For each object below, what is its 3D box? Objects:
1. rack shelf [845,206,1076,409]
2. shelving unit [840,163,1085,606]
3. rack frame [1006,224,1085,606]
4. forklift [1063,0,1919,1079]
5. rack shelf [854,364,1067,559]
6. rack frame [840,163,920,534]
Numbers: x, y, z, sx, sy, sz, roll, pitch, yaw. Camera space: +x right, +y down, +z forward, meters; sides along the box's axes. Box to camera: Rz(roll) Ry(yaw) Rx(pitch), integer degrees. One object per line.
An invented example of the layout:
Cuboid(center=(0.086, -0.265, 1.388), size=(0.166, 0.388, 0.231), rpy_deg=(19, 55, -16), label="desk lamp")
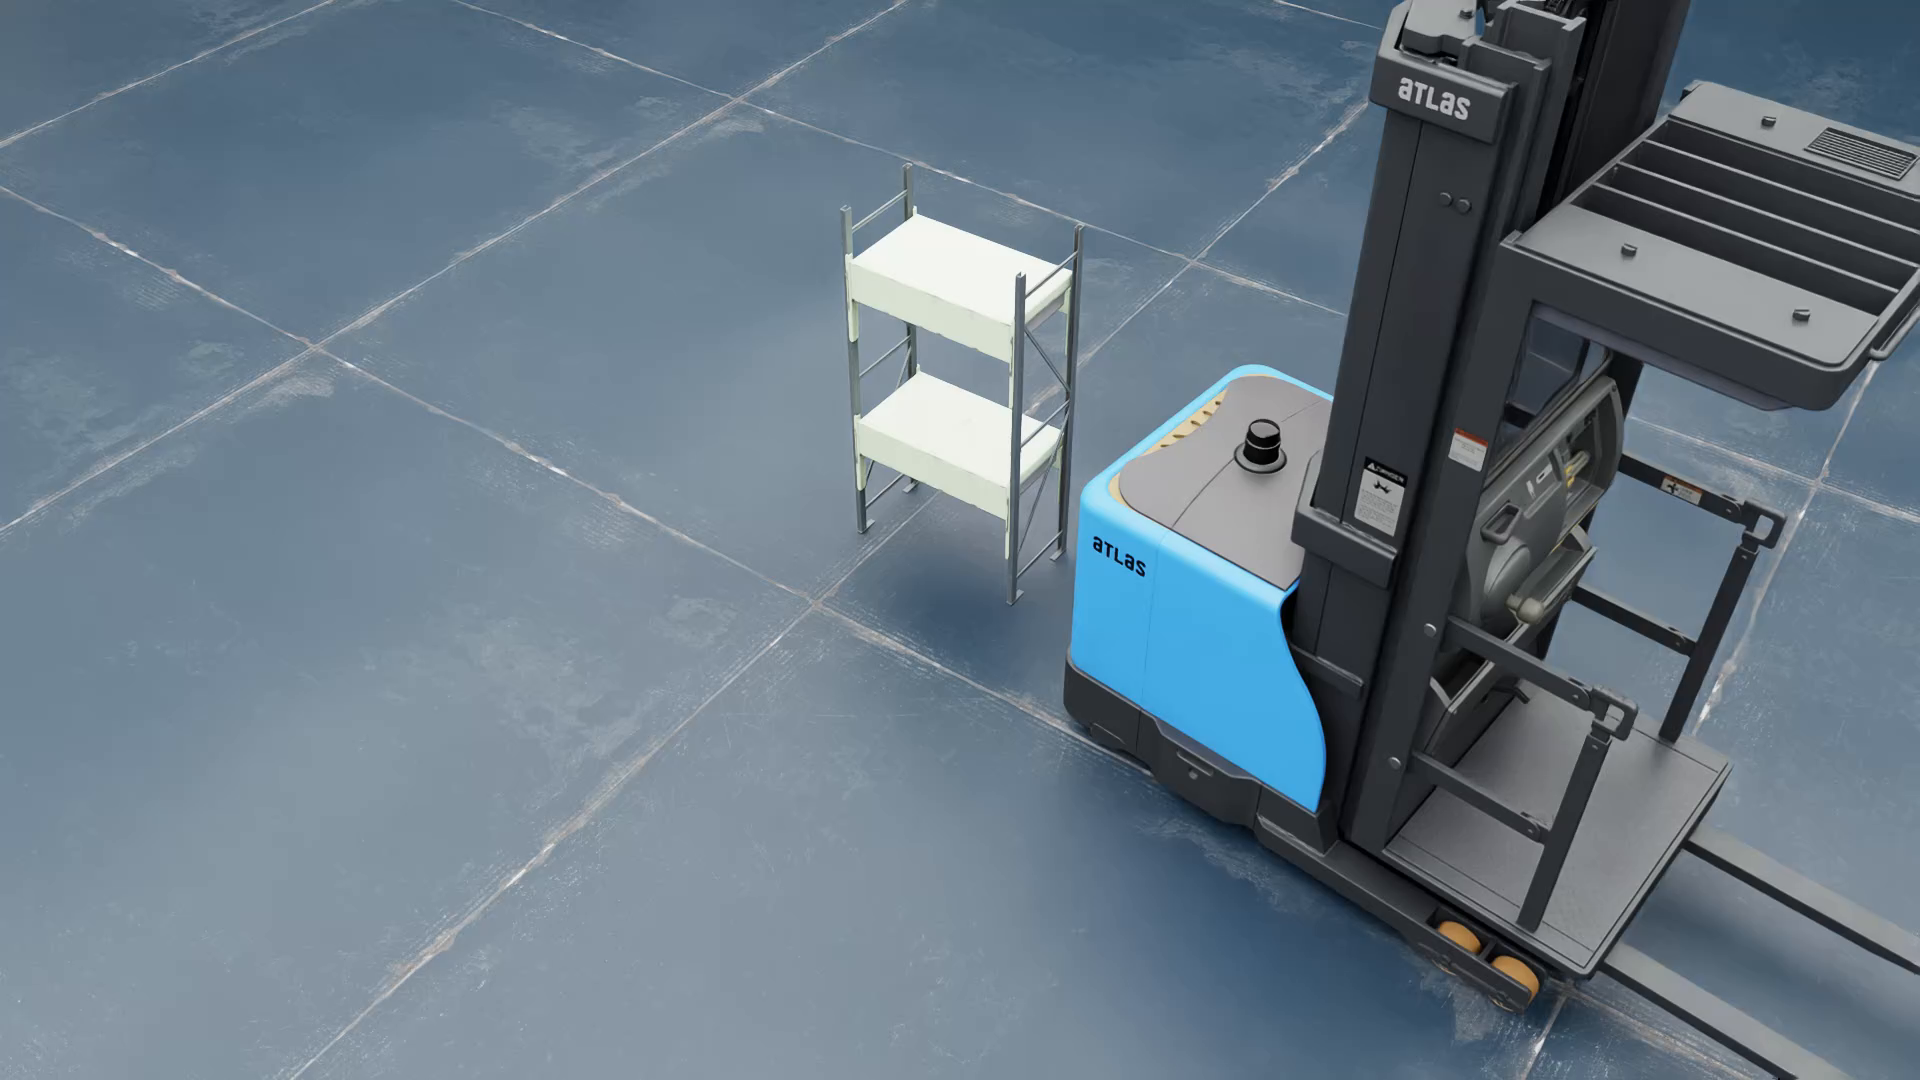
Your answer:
Cuboid(center=(0.005, -0.847, 5.987), size=(0.720, 0.370, 0.431), rpy_deg=(25, 48, 25), label="rack shelf")
Cuboid(center=(0.005, -0.556, 6.247), size=(0.755, 1.500, 0.431), rpy_deg=(25, 48, 25), label="shelving unit")
Cuboid(center=(0.305, -0.416, 6.090), size=(0.023, 1.500, 0.400), rpy_deg=(25, 48, 25), label="rack frame")
Cuboid(center=(1.811, -0.045, 4.602), size=(3.031, 2.935, 1.130), rpy_deg=(30, 50, 30), label="forklift")
Cuboid(center=(0.005, -0.313, 6.464), size=(0.720, 0.370, 0.431), rpy_deg=(25, 48, 25), label="rack shelf")
Cuboid(center=(-0.294, -0.697, 6.404), size=(0.023, 1.500, 0.400), rpy_deg=(25, 48, 25), label="rack frame")
